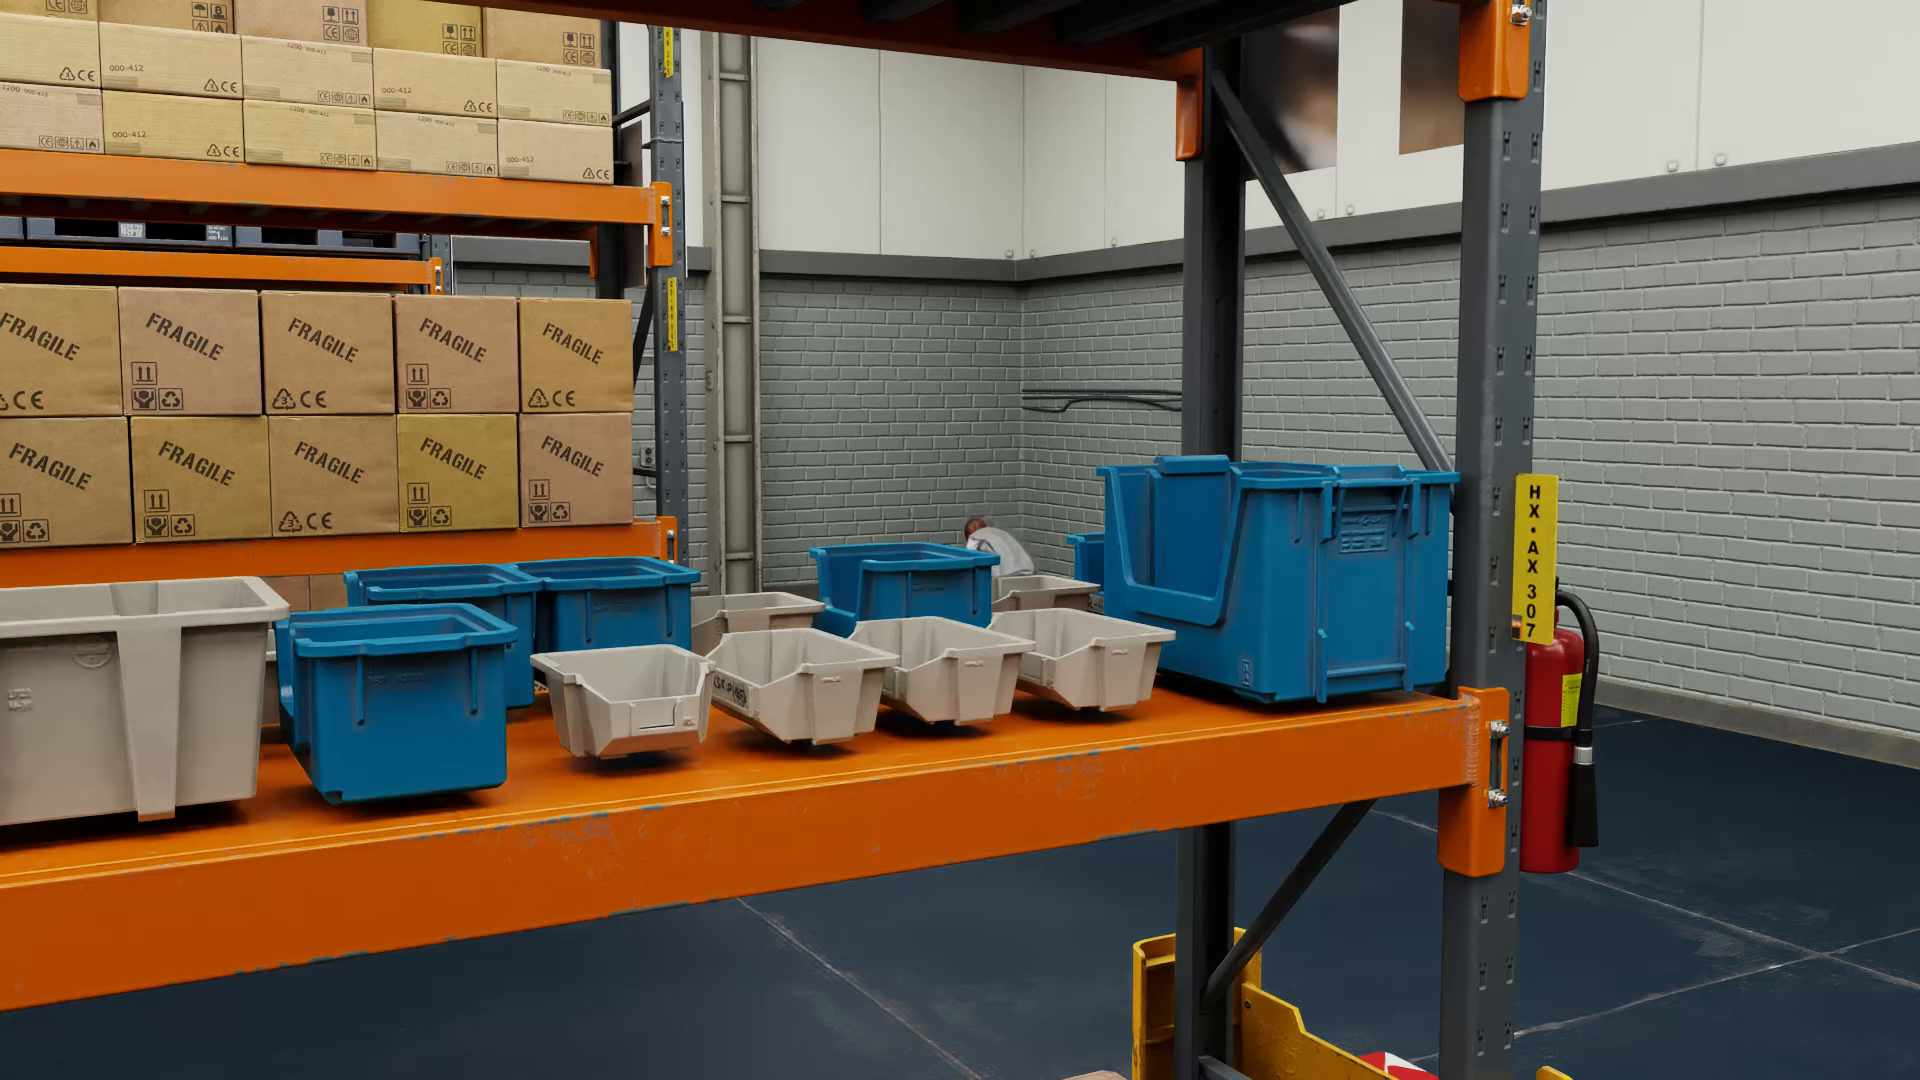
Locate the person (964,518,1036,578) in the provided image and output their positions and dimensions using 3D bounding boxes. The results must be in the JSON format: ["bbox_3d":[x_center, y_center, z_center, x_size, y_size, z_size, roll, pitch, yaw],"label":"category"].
[{"bbox_3d":[0.301,0.260,13.610,0.443,0.829,0.803,-3,6,-29],"label":"person"}]
